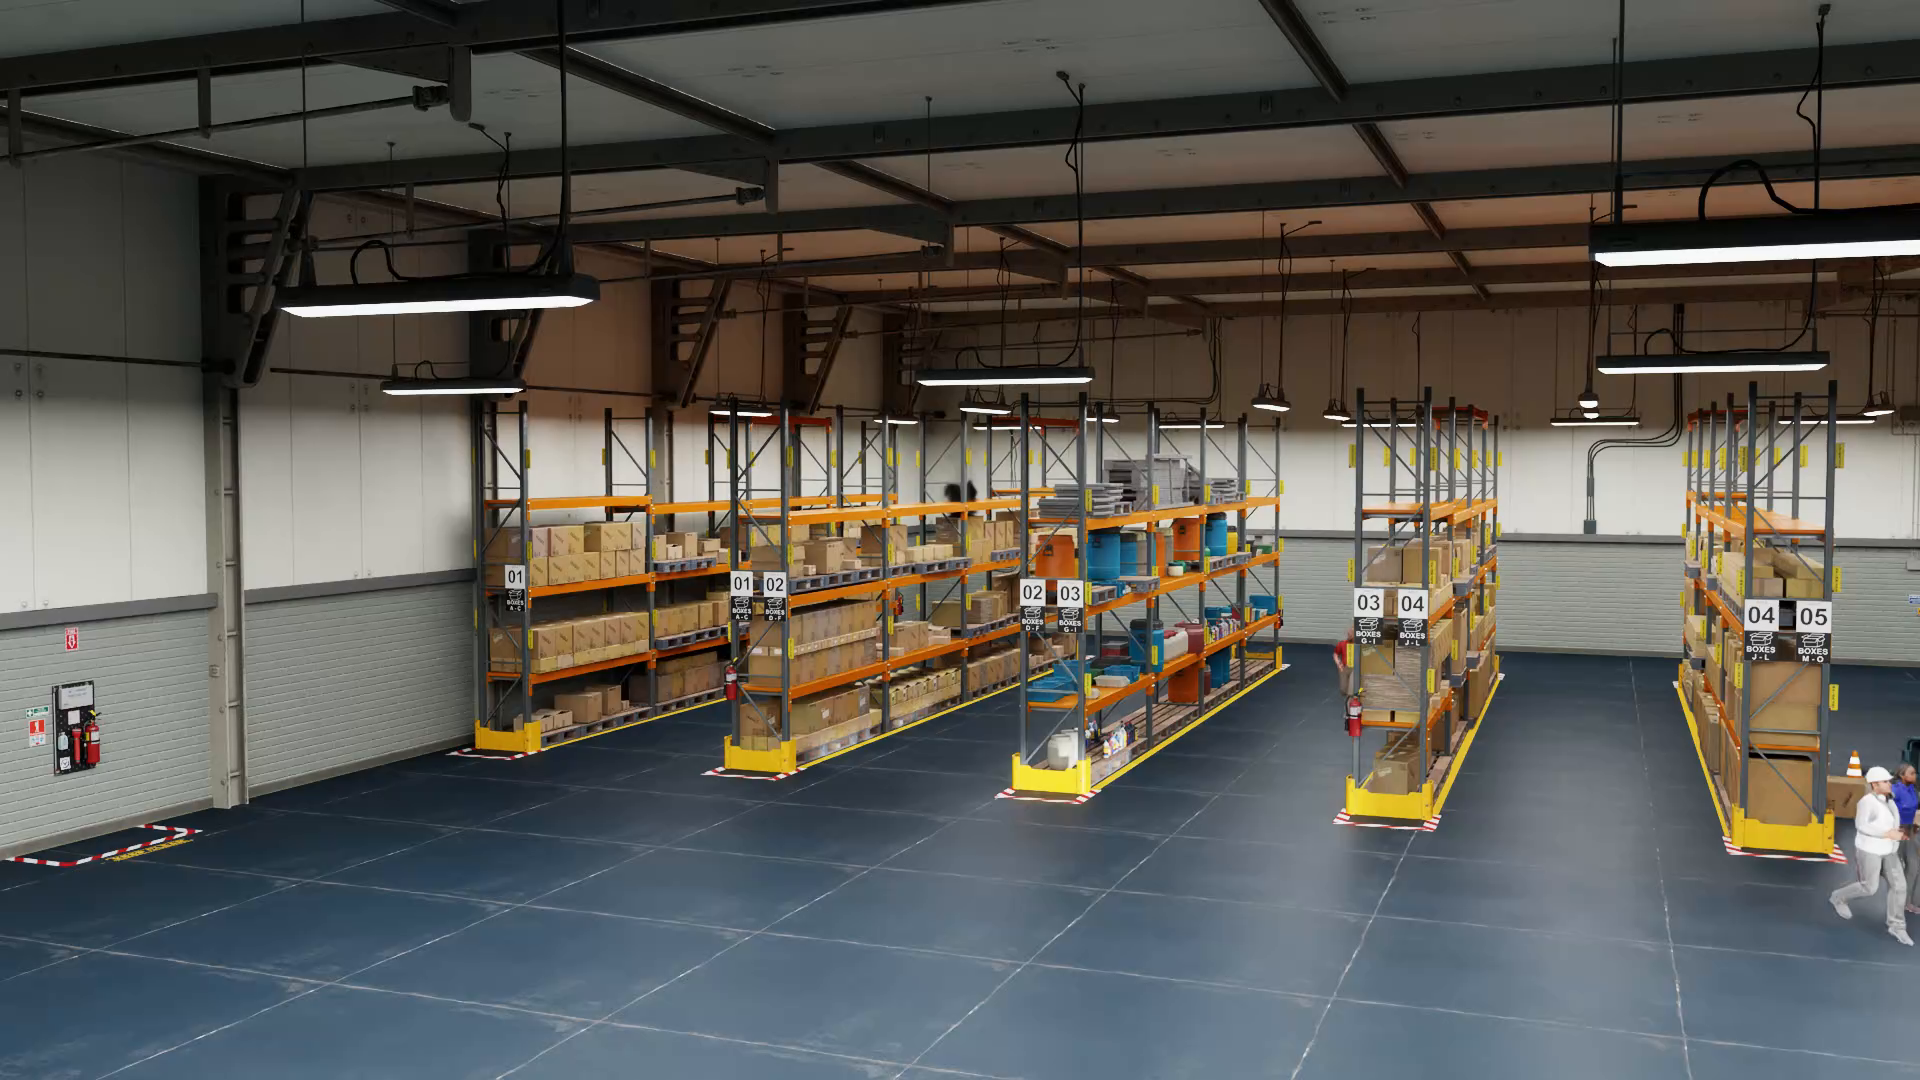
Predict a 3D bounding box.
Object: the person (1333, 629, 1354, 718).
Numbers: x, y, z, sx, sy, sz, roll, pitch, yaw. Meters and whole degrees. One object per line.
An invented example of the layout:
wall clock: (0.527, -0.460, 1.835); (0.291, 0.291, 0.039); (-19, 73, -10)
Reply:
person: (7.655, 2.585, 32.550); (0.688, 1.715, 0.831); (1, 3, 19)

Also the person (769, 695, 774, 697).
person: (-3.586, 2.542, 32.561); (0.551, 1.635, 0.557); (0, 3, 6)

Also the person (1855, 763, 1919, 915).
person: (10.465, 3.297, 18.622); (0.600, 1.639, 0.777); (-2, 3, -32)

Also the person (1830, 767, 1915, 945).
person: (9.613, 3.284, 17.503); (0.690, 1.820, 0.922); (-2, 3, -29)
